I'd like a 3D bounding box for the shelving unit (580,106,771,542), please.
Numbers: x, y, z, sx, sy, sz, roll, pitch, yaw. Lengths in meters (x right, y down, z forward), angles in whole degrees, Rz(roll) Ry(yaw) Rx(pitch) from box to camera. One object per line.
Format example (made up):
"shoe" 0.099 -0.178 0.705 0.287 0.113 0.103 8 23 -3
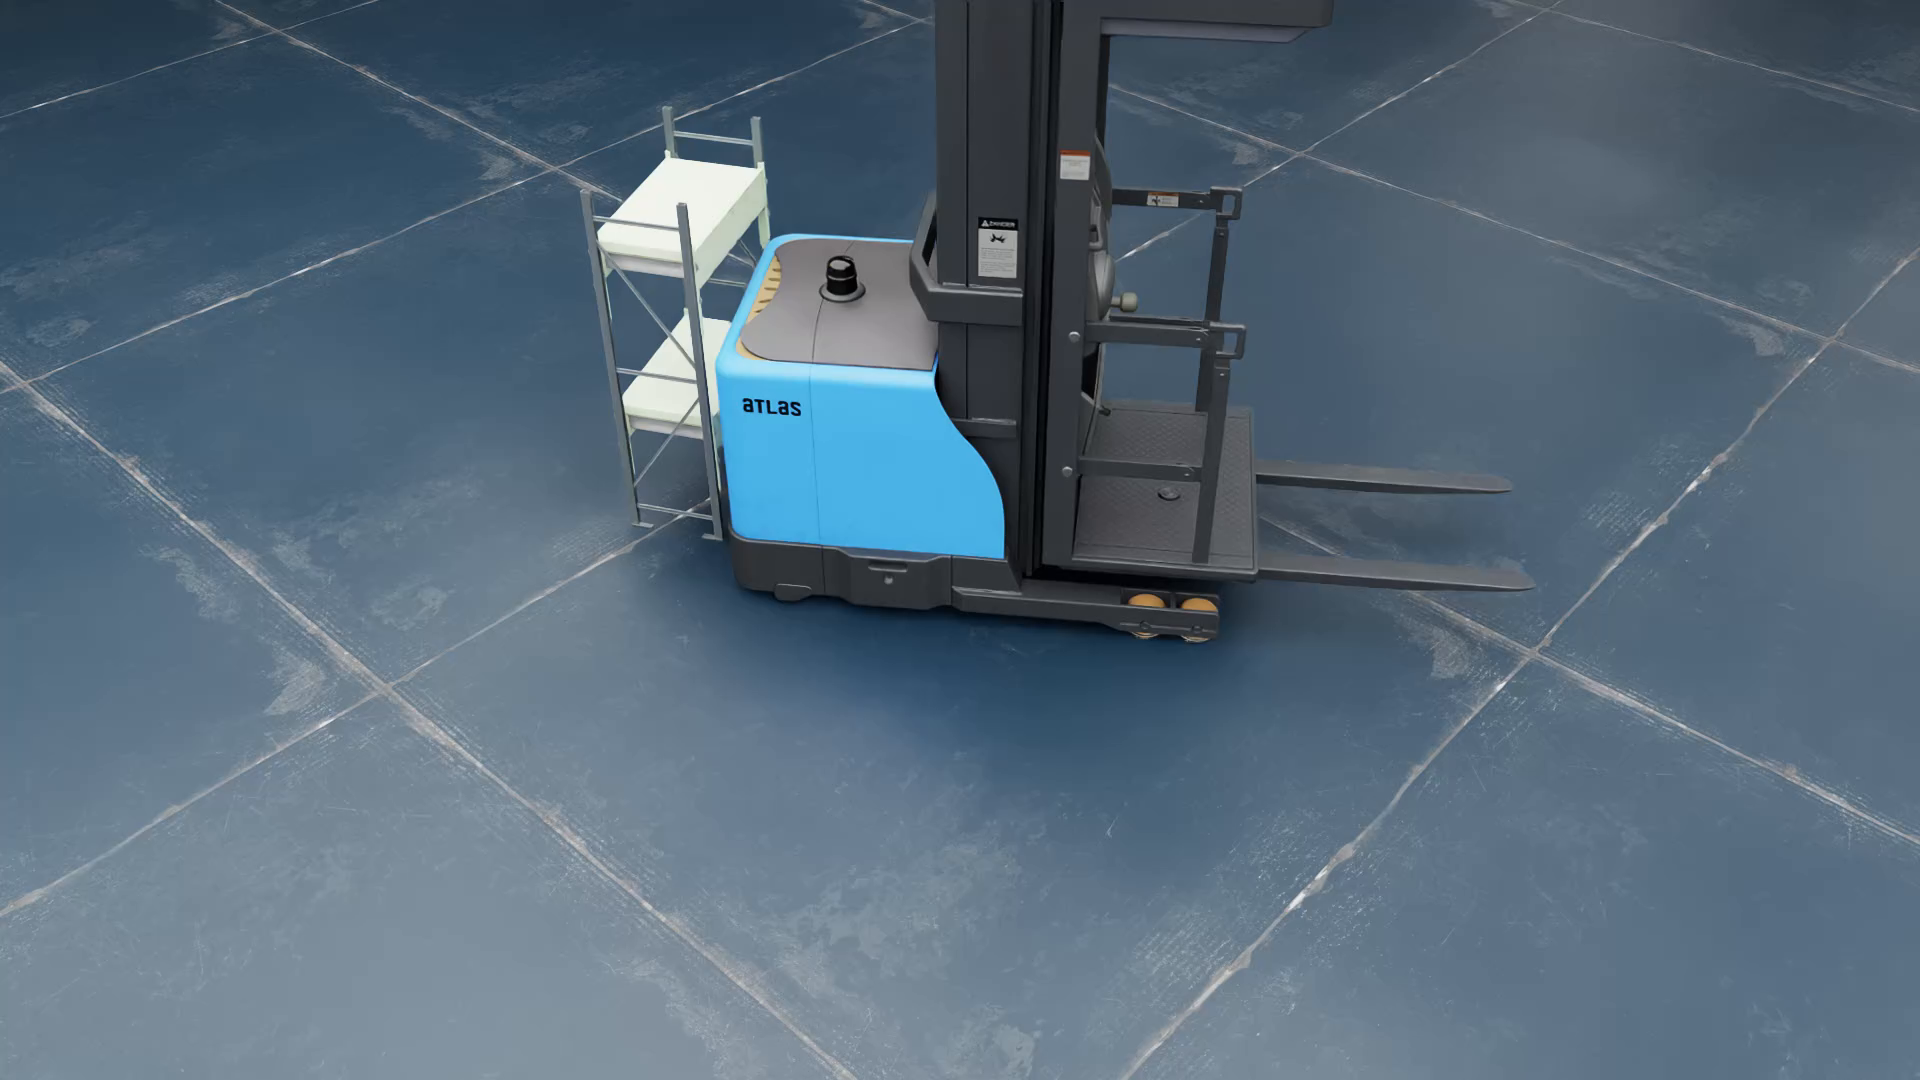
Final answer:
"shelving unit" -1.055 -0.840 6.601 0.431 1.500 0.755 10 39 12

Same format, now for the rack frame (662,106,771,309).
"rack frame" -0.959 -1.060 6.877 0.400 1.500 0.023 10 39 12

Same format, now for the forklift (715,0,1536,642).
"forklift" 0.674 -1.116 5.798 3.031 2.935 1.130 4 39 5

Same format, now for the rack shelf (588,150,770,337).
"rack shelf" -1.055 -1.145 6.358 0.431 0.370 0.720 10 39 12

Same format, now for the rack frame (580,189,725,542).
"rack frame" -1.151 -0.620 6.325 0.400 1.500 0.023 10 39 12

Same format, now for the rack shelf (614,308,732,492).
"rack shelf" -1.055 -0.585 6.804 0.431 0.370 0.720 10 39 12
